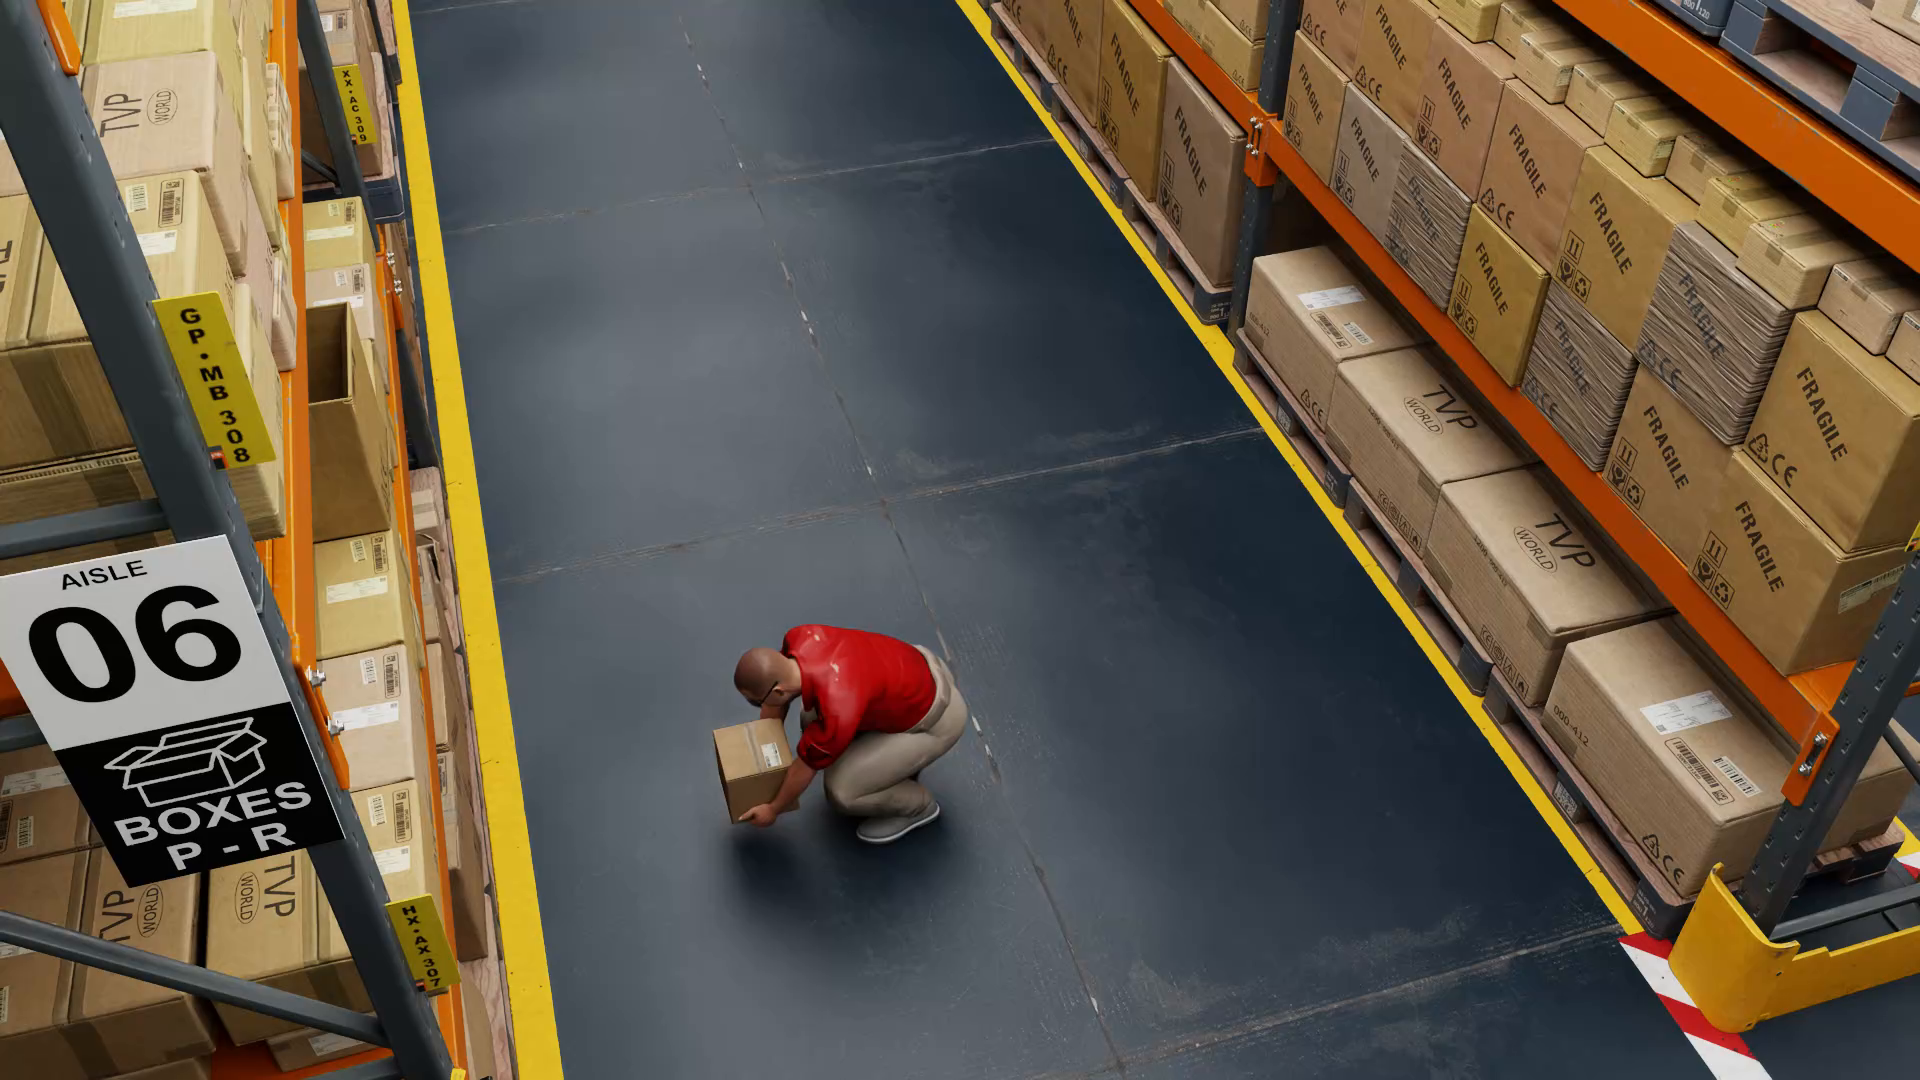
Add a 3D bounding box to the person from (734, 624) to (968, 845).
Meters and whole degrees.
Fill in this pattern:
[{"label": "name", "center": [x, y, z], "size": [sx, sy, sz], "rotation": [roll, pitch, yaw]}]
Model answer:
[{"label": "person", "center": [-0.413, 0.656, 6.009], "size": [0.886, 0.988, 0.535], "rotation": [-13, 44, -14]}]
